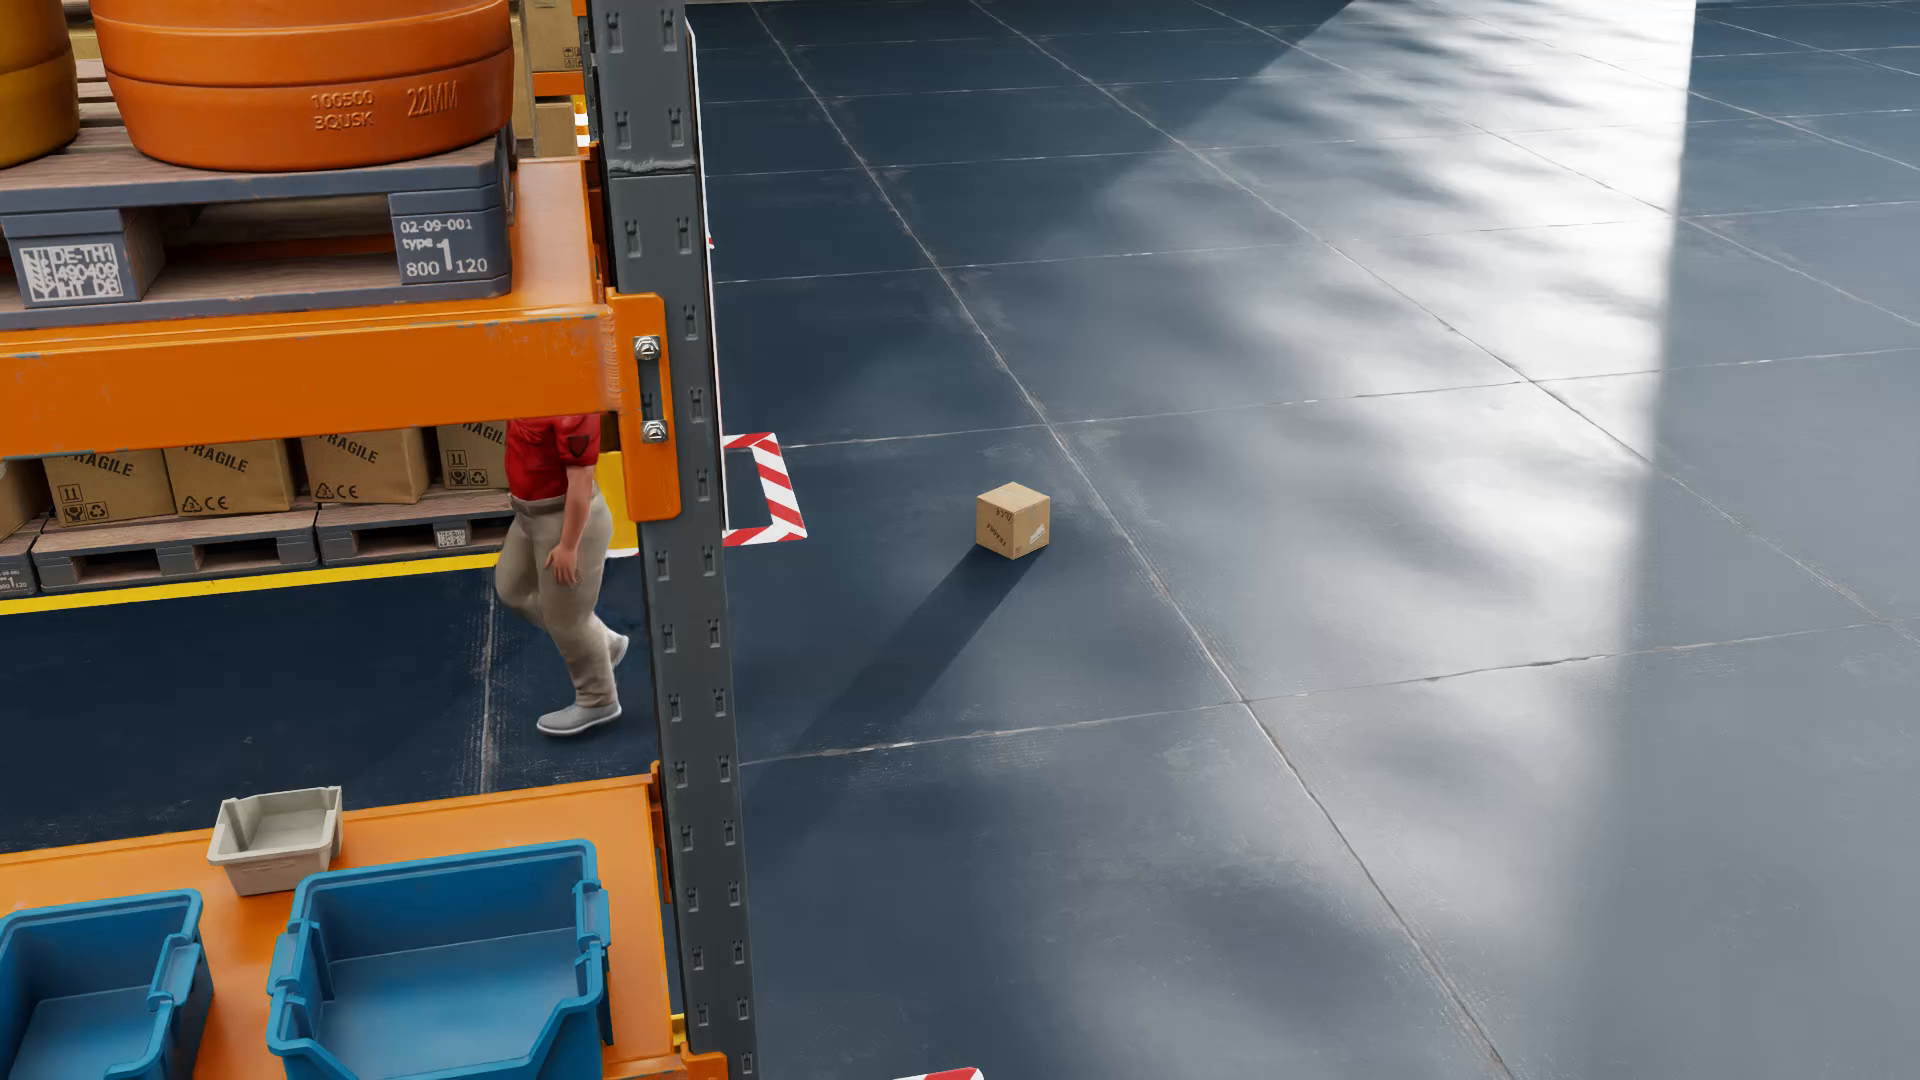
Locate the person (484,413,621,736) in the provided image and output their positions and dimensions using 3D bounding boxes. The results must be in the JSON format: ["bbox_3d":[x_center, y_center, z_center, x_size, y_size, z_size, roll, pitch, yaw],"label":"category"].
[{"bbox_3d":[-1.548,-0.042,6.194,0.443,1.756,0.568,-12,29,-23],"label":"person"}]
